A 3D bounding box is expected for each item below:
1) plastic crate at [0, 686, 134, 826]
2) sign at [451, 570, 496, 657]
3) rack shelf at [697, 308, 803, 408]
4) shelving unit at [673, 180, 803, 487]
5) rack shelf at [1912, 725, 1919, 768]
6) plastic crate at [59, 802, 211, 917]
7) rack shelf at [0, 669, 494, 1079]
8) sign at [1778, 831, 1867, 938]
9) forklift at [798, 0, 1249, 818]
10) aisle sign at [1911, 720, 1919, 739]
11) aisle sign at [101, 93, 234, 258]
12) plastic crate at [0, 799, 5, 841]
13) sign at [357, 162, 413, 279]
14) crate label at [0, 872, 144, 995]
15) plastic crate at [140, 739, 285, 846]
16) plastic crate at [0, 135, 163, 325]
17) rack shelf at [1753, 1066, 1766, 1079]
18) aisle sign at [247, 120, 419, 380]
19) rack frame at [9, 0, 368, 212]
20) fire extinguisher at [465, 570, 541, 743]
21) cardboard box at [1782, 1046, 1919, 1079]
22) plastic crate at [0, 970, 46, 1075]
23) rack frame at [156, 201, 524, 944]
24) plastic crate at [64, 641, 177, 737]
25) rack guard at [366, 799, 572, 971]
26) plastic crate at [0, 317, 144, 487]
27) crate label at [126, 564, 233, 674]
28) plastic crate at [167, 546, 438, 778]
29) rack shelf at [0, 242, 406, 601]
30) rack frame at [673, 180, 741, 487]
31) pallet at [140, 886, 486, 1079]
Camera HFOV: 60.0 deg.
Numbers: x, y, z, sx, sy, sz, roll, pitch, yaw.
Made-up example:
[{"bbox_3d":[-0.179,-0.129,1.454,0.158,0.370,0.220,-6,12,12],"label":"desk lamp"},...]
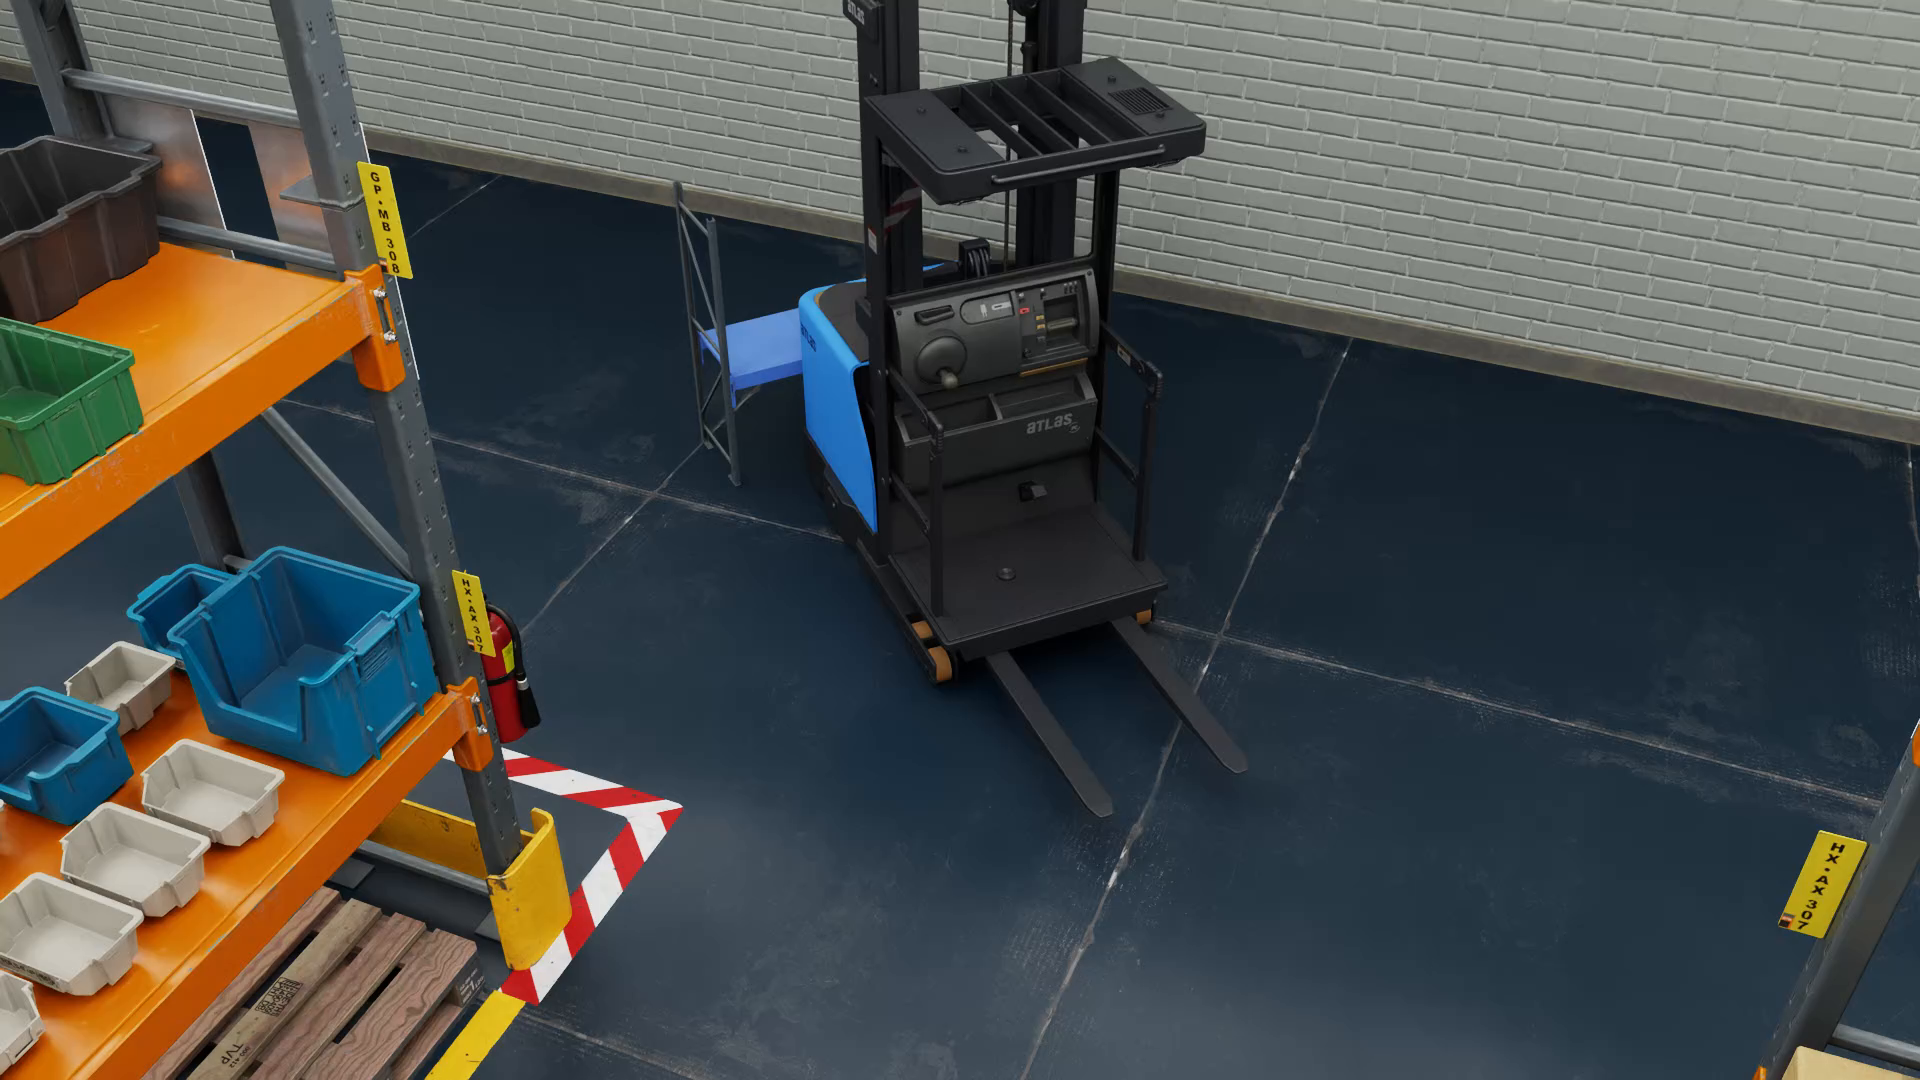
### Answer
[{"bbox_3d":[-2.710,0.655,4.958,0.416,0.233,0.300,14,39,18],"label":"plastic crate"},{"bbox_3d":[-1.546,0.237,5.292,0.100,0.325,0.005,14,39,18],"label":"sign"},{"bbox_3d":[-0.815,-1.009,8.648,1.000,0.185,0.538,-17,40,-22],"label":"rack shelf"},{"bbox_3d":[-0.815,-1.153,8.540,1.048,1.500,0.538,-17,40,-22],"label":"shelving unit"},{"bbox_3d":[1.758,1.508,1.823,1.077,0.370,4.000,14,39,18],"label":"rack shelf"},{"bbox_3d":[-2.328,0.917,4.688,0.396,0.136,0.243,14,39,18],"label":"plastic crate"},{"bbox_3d":[-2.822,1.581,4.230,1.077,0.370,4.000,14,39,18],"label":"rack shelf"},{"bbox_3d":[2.008,0.806,3.877,0.100,0.325,0.005,14,39,18],"label":"sign"},{"bbox_3d":[0.248,-0.830,6.912,1.130,2.935,3.031,-15,39,-19],"label":"forklift"},{"bbox_3d":[2.269,0.164,3.353,0.394,0.787,0.004,14,39,18],"label":"aisle sign"},{"bbox_3d":[-2.309,-0.963,4.862,0.394,0.787,0.004,14,39,18],"label":"aisle sign"},{"bbox_3d":[-2.916,0.863,4.760,0.250,0.136,0.298,14,39,18],"label":"plastic crate"},{"bbox_3d":[-1.546,-0.858,4.474,0.100,0.325,0.005,14,39,18],"label":"sign"},{"bbox_3d":[-2.411,1.077,4.474,0.396,0.136,0.243,14,39,18],"label":"crate label"},{"bbox_3d":[-2.204,0.760,4.898,0.396,0.136,0.243,14,39,18],"label":"plastic crate"},{"bbox_3d":[-2.465,-0.814,4.437,0.497,0.269,0.590,14,39,18],"label":"plastic crate"},{"bbox_3d":[1.758,2.709,2.721,1.077,0.370,4.000,14,39,18],"label":"rack shelf"},{"bbox_3d":[-1.763,-0.829,4.682,0.394,0.787,0.004,14,39,18],"label":"aisle sign"},{"bbox_3d":[-2.061,-2.217,3.700,1.000,3.000,0.127,14,39,18],"label":"rack frame"},{"bbox_3d":[-1.584,0.386,5.604,0.296,0.674,0.183,14,39,18],"label":"fire extinguisher"},{"bbox_3d":[2.087,1.459,3.669,0.500,0.250,0.500,13,39,17],"label":"cardboard box"},{"bbox_3d":[-2.507,1.245,4.249,0.298,0.136,0.250,14,39,18],"label":"plastic crate"},{"bbox_3d":[-2.061,0.186,5.496,1.000,3.000,0.127,14,39,18],"label":"rack frame"},{"bbox_3d":[-2.658,0.488,5.262,0.250,0.136,0.298,14,39,18],"label":"plastic crate"},{"bbox_3d":[-2.064,1.171,6.266,1.175,0.500,0.348,14,39,18],"label":"rack guard"},{"bbox_3d":[-2.172,-0.320,3.844,0.450,0.188,0.336,14,39,18],"label":"plastic crate"},{"bbox_3d":[-2.460,0.290,5.446,0.416,0.233,0.303,14,39,18],"label":"crate label"},{"bbox_3d":[-2.016,0.375,5.163,0.616,0.435,0.499,14,39,18],"label":"plastic crate"},{"bbox_3d":[-2.822,0.380,3.332,1.077,0.370,4.000,14,39,18],"label":"rack shelf"},{"bbox_3d":[-1.266,-1.012,8.351,0.032,1.500,0.500,-17,40,-22],"label":"rack frame"},{"bbox_3d":[-2.411,1.750,5.732,1.003,0.211,1.213,14,39,18],"label":"pallet"}]
